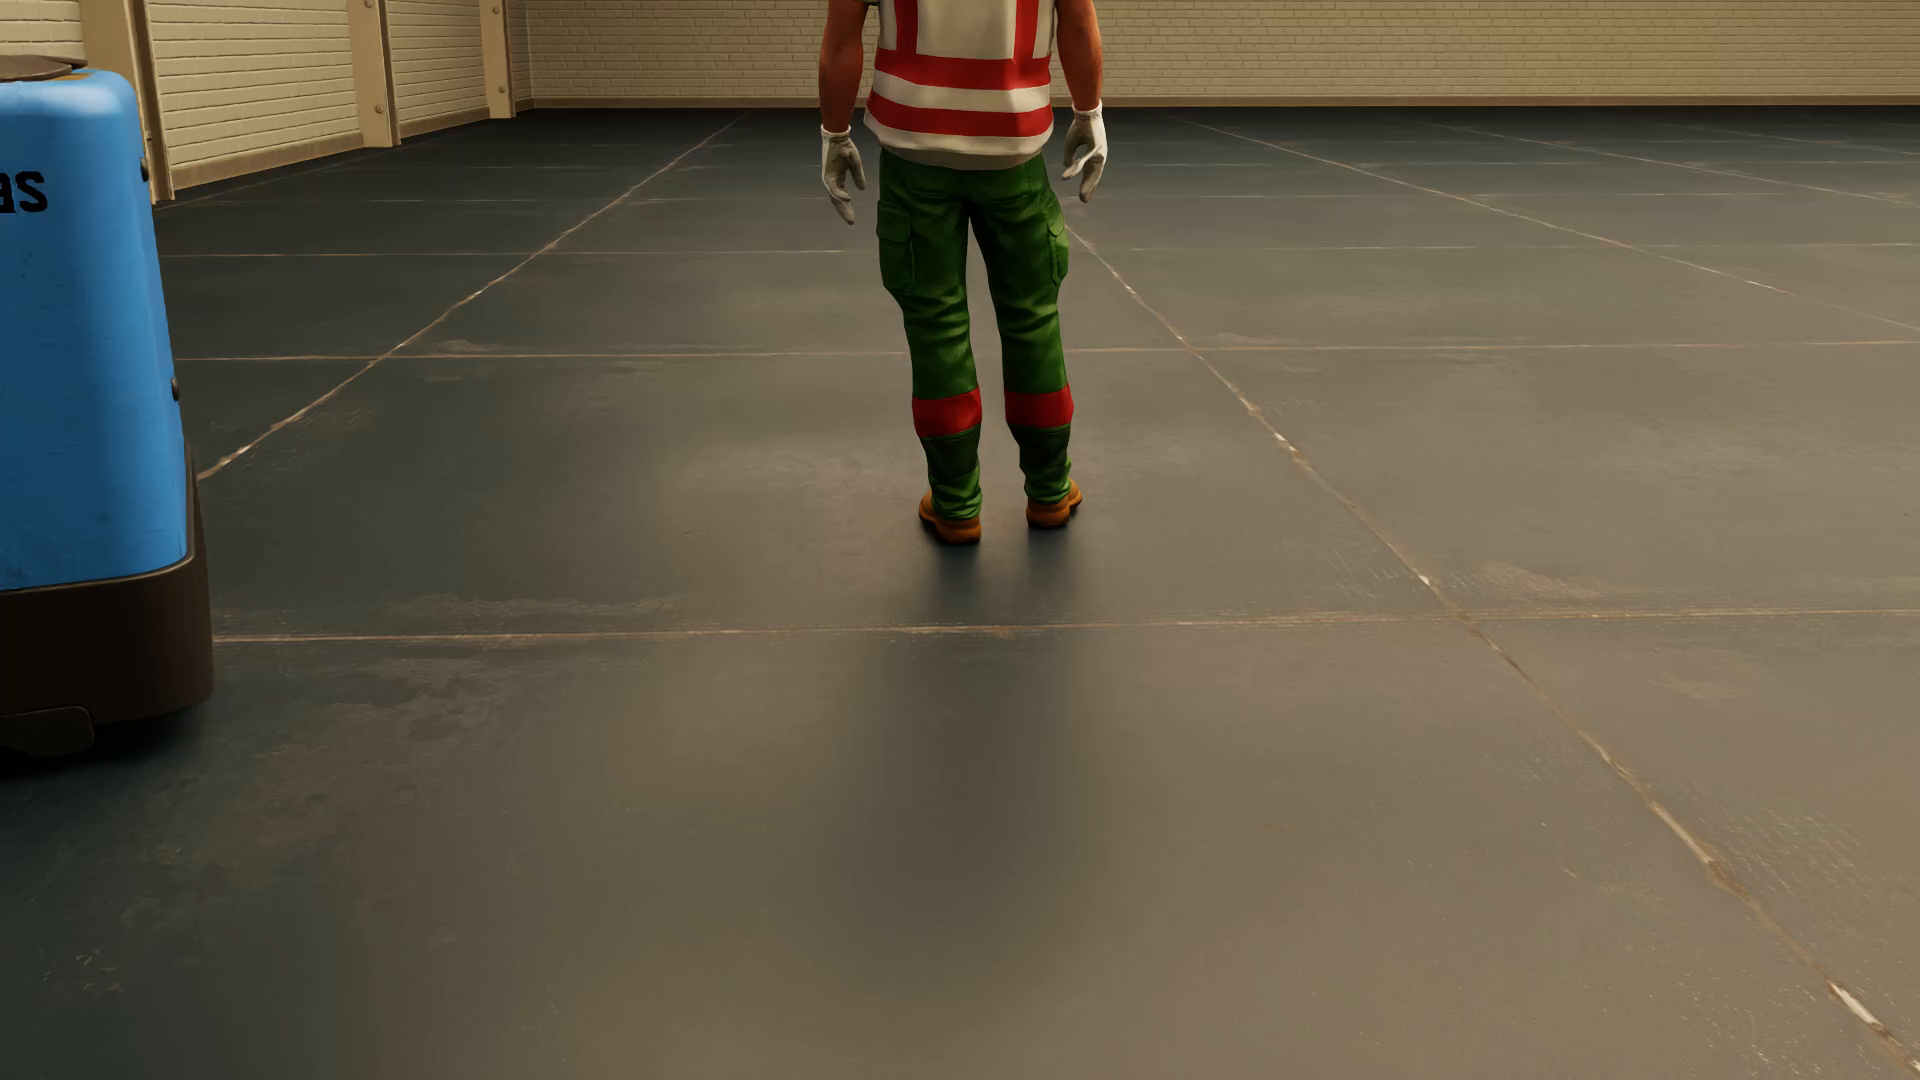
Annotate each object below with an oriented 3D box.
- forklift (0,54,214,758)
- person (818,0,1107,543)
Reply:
[{"bbox_3d":[-2.832,-1.010,2.210,3.031,2.935,1.130,-8,19,-23],"label":"forklift"},{"bbox_3d":[0.009,-0.886,3.731,0.638,1.788,0.563,-1,17,-3],"label":"person"}]
